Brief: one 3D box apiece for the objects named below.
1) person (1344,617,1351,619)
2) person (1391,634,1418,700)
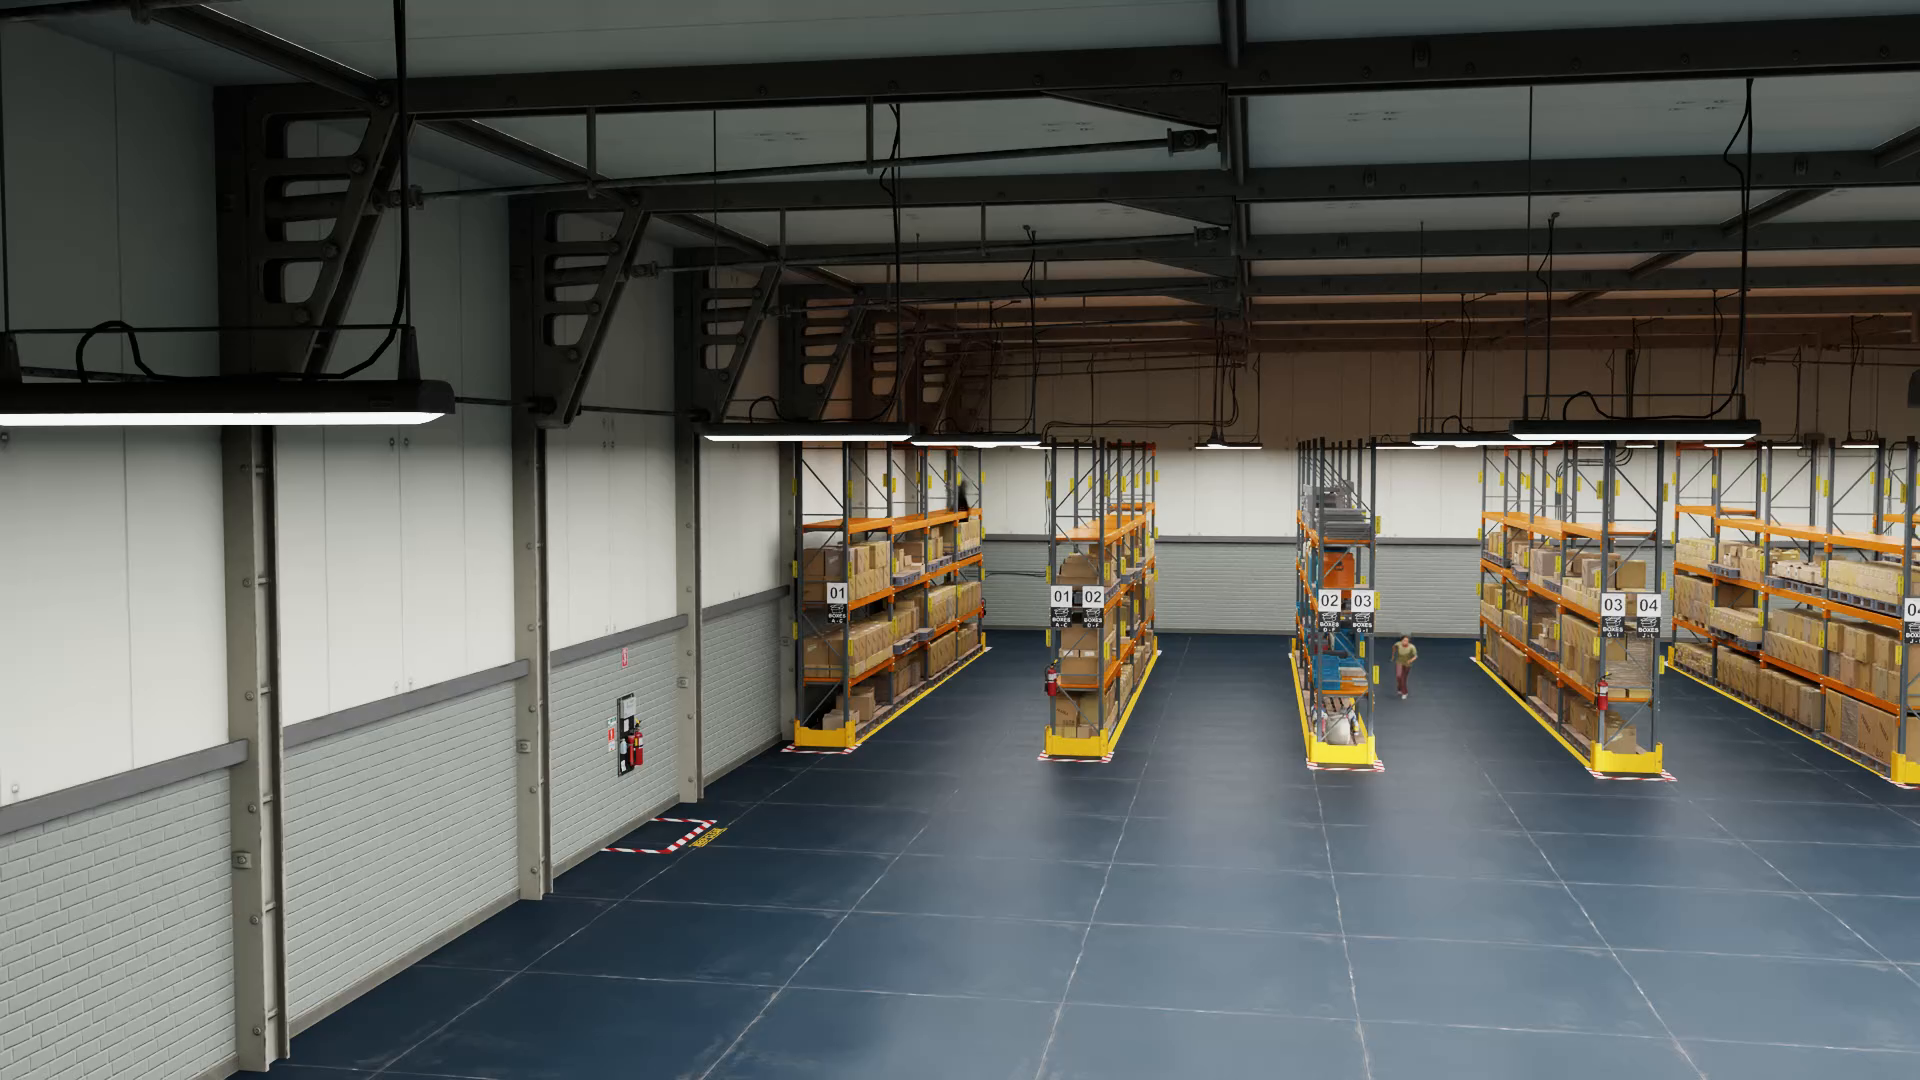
[{"bbox_3d":[11.001,2.384,47.188,0.704,1.714,0.808,0,3,-9],"label":"person"},{"bbox_3d":[10.335,2.903,38.680,0.585,1.512,1.014,1,3,14],"label":"person"}]
